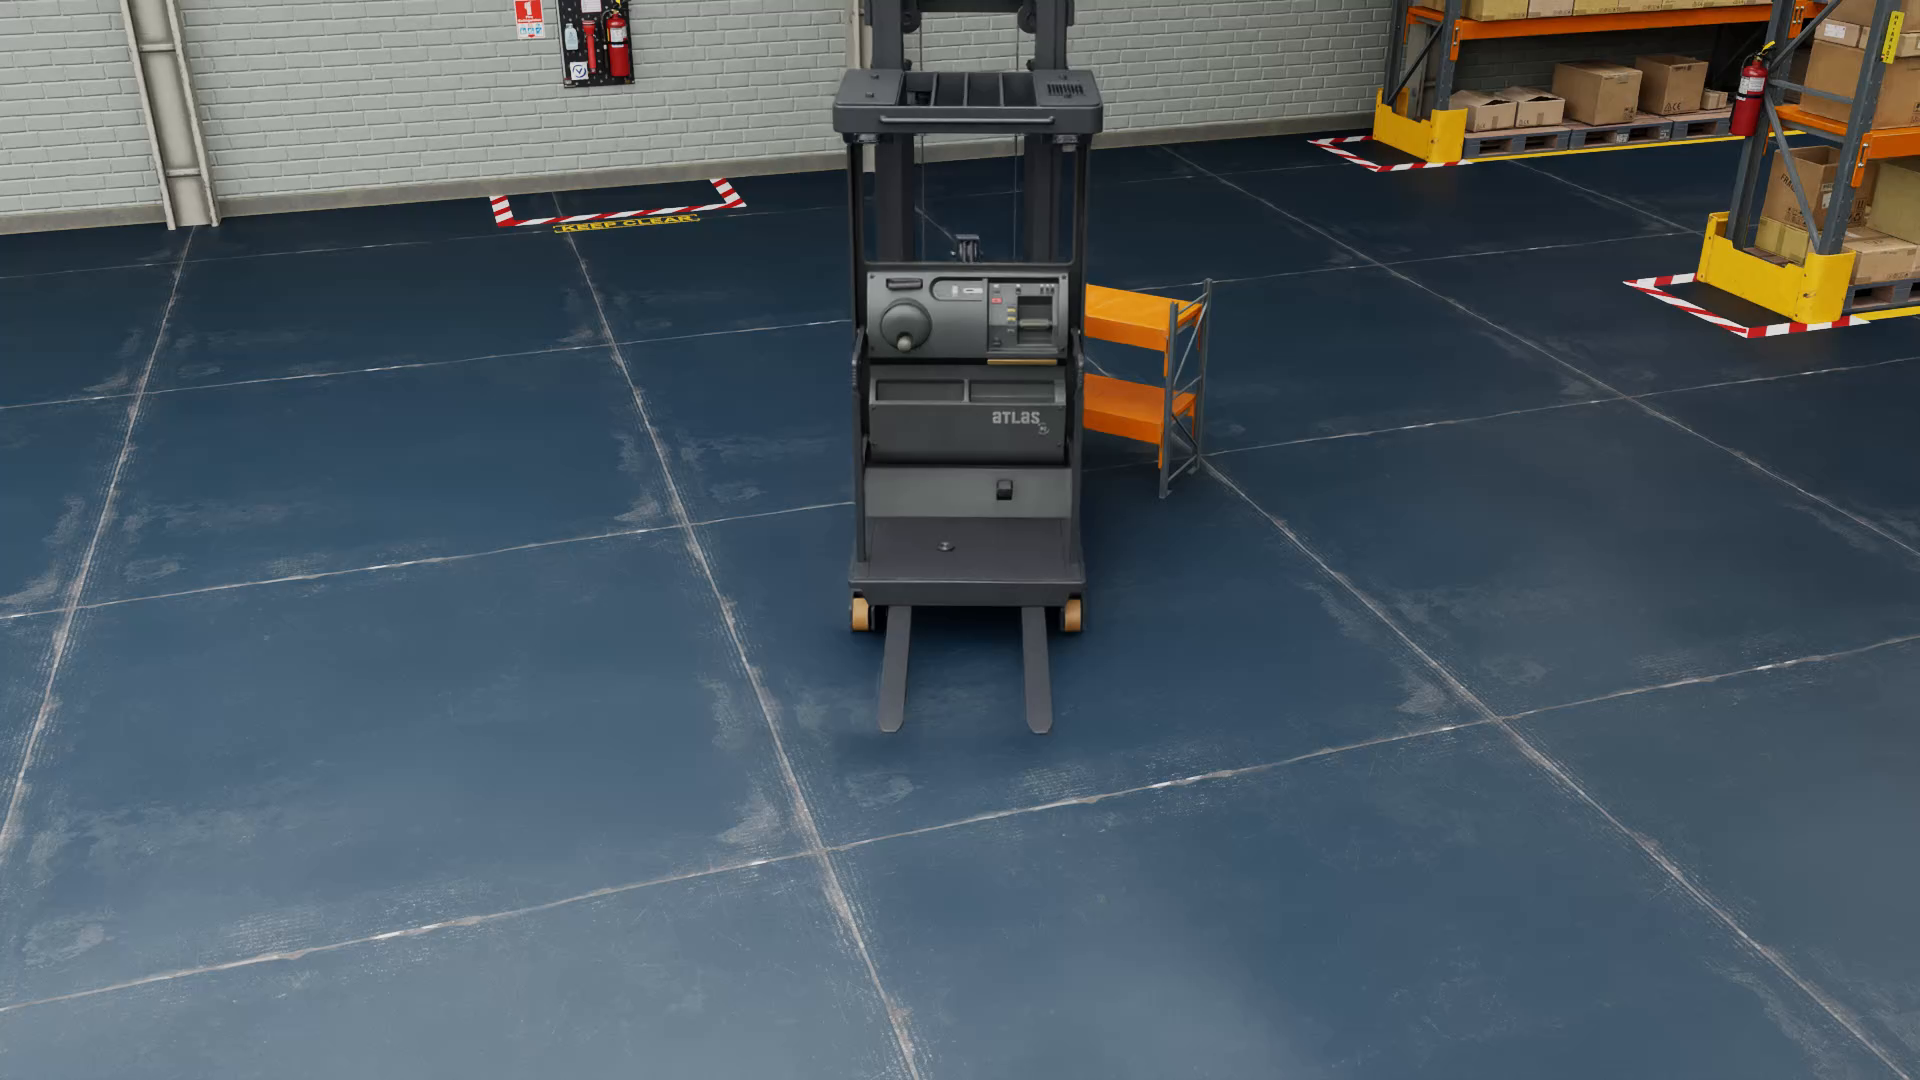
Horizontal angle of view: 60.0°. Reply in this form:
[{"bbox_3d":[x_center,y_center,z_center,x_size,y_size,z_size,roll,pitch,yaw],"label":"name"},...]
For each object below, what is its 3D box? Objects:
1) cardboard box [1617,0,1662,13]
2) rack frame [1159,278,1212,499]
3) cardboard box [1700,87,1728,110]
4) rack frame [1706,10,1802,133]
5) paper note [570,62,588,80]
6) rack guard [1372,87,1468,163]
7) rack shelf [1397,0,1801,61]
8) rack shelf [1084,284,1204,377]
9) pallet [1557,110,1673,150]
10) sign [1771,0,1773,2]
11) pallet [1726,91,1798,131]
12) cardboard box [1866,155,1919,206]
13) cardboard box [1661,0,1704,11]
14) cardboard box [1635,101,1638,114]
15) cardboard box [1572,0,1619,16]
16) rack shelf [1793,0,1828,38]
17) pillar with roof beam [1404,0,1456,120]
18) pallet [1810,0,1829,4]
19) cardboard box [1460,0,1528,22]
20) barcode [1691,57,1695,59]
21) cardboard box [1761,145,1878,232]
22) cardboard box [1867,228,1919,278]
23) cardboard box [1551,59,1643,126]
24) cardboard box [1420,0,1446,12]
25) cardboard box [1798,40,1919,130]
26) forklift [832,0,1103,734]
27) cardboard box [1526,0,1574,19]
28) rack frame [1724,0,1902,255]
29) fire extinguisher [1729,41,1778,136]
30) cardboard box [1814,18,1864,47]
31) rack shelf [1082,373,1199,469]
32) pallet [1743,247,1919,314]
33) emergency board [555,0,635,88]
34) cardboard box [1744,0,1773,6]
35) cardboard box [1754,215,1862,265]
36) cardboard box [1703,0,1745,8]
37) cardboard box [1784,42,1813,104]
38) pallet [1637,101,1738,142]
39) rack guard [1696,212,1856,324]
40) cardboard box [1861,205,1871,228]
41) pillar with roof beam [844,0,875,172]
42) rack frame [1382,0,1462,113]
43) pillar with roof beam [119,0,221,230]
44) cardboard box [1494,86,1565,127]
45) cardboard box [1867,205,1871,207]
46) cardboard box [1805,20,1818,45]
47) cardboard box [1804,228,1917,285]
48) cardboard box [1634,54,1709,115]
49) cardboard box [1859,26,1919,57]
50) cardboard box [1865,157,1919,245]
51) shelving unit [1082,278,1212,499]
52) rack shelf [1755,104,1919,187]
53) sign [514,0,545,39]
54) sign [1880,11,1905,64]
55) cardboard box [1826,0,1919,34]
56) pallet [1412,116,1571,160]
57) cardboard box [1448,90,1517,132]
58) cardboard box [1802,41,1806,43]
[{"bbox_3d":[6.500,-5.329,16.257,0.500,0.250,0.500,-8,28,-16],"label":"cardboard box"},{"bbox_3d":[1.242,-0.830,9.157,0.032,1.125,0.500,15,30,27],"label":"rack frame"},{"bbox_3d":[7.784,-4.633,17.400,0.250,0.166,0.380,-12,29,-23],"label":"cardboard box"},{"bbox_3d":[8.284,-5.791,17.042,0.127,3.000,1.000,-8,28,-16],"label":"rack frame"},{"bbox_3d":[-3.378,-4.162,14.752,0.142,0.148,0.016,-8,28,-16],"label":"paper note"},{"bbox_3d":[4.553,-4.131,16.509,0.348,0.500,1.175,-8,28,-16],"label":"rack guard"},{"bbox_3d":[6.382,-5.194,16.647,4.000,0.370,1.077,-8,28,-16],"label":"rack shelf"},{"bbox_3d":[0.803,-1.206,9.257,1.000,0.278,0.538,15,30,27],"label":"rack shelf"},{"bbox_3d":[6.494,-4.265,17.104,1.213,0.211,1.003,-8,28,-16],"label":"pallet"},{"bbox_3d":[5.863,-4.002,11.870,0.005,0.325,0.100,-8,28,-16],"label":"sign"},{"bbox_3d":[9.024,-4.650,17.879,1.213,0.211,1.003,-8,28,-16],"label":"pallet"},{"bbox_3d":[7.382,-2.782,12.758,0.500,0.500,0.500,-8,28,-16],"label":"cardboard box"},{"bbox_3d":[6.978,-5.399,16.397,0.500,0.250,0.500,-8,28,-16],"label":"cardboard box"},{"bbox_3d":[6.757,-4.500,17.151,0.250,0.149,0.380,-11,28,-20],"label":"cardboard box"},{"bbox_3d":[6.018,-5.260,16.119,0.500,0.250,0.500,-9,28,-17],"label":"cardboard box"},{"bbox_3d":[10.186,-5.744,17.757,4.000,0.370,1.077,-8,28,-16],"label":"rack shelf"},{"bbox_3d":[6.211,-6.569,11.863,0.400,9.000,9.100,-8,28,-16],"label":"pillar with roof beam"},{"bbox_3d":[9.056,-5.749,17.173,1.213,0.211,1.003,-8,28,-16],"label":"pallet"},{"bbox_3d":[5.043,-5.115,15.826,0.500,0.250,0.500,-9,28,-18],"label":"cardboard box"},{"bbox_3d":[7.696,-5.039,17.483,0.075,0.075,0.001,-8,28,-16],"label":"barcode"},{"bbox_3d":[6.436,-2.639,12.468,0.500,0.500,0.500,-8,28,-16],"label":"cardboard box"},{"bbox_3d":[7.071,-2.153,12.334,0.500,0.250,0.500,-8,28,-16],"label":"cardboard box"},{"bbox_3d":[6.421,-4.533,16.825,0.500,0.500,0.700,-10,28,-19],"label":"cardboard box"},{"bbox_3d":[4.865,-5.329,16.256,0.500,0.250,0.500,-8,27,-15],"label":"cardboard box"},{"bbox_3d":[6.466,-3.250,11.811,0.500,0.500,0.700,-8,28,-16],"label":"cardboard box"},{"bbox_3d":[0.036,-1.013,7.494,1.130,2.935,3.031,0,26,1],"label":"forklift"},{"bbox_3d":[5.532,-5.193,15.982,0.500,0.250,0.500,-9,28,-18],"label":"cardboard box"},{"bbox_3d":[6.018,-3.146,11.715,0.127,3.000,1.000,-8,28,-16],"label":"rack frame"},{"bbox_3d":[5.762,-3.292,12.095,0.183,0.674,0.296,-8,28,-16],"label":"fire extinguisher"},{"bbox_3d":[6.322,-3.615,11.816,0.250,0.149,0.380,-9,28,-17],"label":"cardboard box"},{"bbox_3d":[0.803,-0.725,9.496,1.000,0.278,0.538,15,30,27],"label":"rack shelf"},{"bbox_3d":[6.732,-2.021,12.582,1.213,0.211,1.003,-8,28,-16],"label":"pallet"},{"bbox_3d":[-3.188,-4.552,14.546,0.643,1.169,0.194,-8,28,-16],"label":"emergency board"},{"bbox_3d":[7.927,-5.540,16.681,0.500,0.250,0.500,-8,28,-16],"label":"cardboard box"},{"bbox_3d":[6.437,-2.302,12.633,0.500,0.250,0.500,-8,28,-16],"label":"cardboard box"},{"bbox_3d":[7.451,-5.474,16.550,0.500,0.250,0.500,-8,28,-16],"label":"cardboard box"},{"bbox_3d":[8.979,-4.977,17.718,0.500,0.500,0.700,-7,27,-14],"label":"cardboard box"},{"bbox_3d":[7.656,-4.435,17.446,1.213,0.211,1.003,-8,28,-16],"label":"pallet"},{"bbox_3d":[5.995,-2.024,12.264,0.348,0.500,1.175,-8,28,-16],"label":"rack guard"},{"bbox_3d":[6.908,-2.376,12.782,0.500,0.250,0.500,-8,28,-16],"label":"cardboard box"},{"bbox_3d":[0.506,-5.743,10.199,0.400,9.000,9.100,-8,28,-16],"label":"pillar with roof beam"},{"bbox_3d":[4.481,-5.240,15.932,0.127,3.000,1.000,-8,28,-16],"label":"rack frame"},{"bbox_3d":[-5.199,-4.917,8.534,0.400,9.000,9.100,-8,28,-16],"label":"pillar with roof beam"},{"bbox_3d":[5.708,-4.369,16.706,0.500,0.311,0.500,-6,27,-12],"label":"cardboard box"},{"bbox_3d":[7.383,-2.445,12.922,0.500,0.250,0.500,-8,28,-16],"label":"cardboard box"},{"bbox_3d":[9.396,-5.375,17.677,0.500,0.250,0.500,-9,28,-17],"label":"cardboard box"},{"bbox_3d":[6.597,-2.083,12.192,0.500,0.250,0.500,-8,28,-16],"label":"cardboard box"},{"bbox_3d":[7.309,-4.709,17.178,0.500,0.500,0.500,-10,28,-20],"label":"cardboard box"},{"bbox_3d":[6.458,-3.445,11.474,0.250,0.149,0.380,-8,28,-16],"label":"cardboard box"},{"bbox_3d":[7.072,-2.488,12.165,0.500,0.500,0.500,-8,28,-16],"label":"cardboard box"},{"bbox_3d":[0.803,-0.944,9.387,1.048,1.125,0.538,15,30,27],"label":"shelving unit"},{"bbox_3d":[7.920,-3.100,12.429,4.000,0.370,1.077,-8,28,-16],"label":"rack shelf"},{"bbox_3d":[-3.746,-4.536,14.473,0.234,0.329,0.001,-8,28,-16],"label":"sign"},{"bbox_3d":[6.184,-3.334,11.030,0.005,0.325,0.100,-8,28,-16],"label":"sign"},{"bbox_3d":[6.516,-3.838,11.537,0.500,0.500,0.700,-8,28,-16],"label":"cardboard box"},{"bbox_3d":[5.336,-4.099,16.769,1.213,0.211,1.003,-8,28,-16],"label":"pallet"},{"bbox_3d":[5.166,-4.290,16.548,0.500,0.311,0.500,-12,29,-22],"label":"cardboard box"},{"bbox_3d":[9.454,-5.069,17.904,0.500,0.500,0.700,-9,28,-17],"label":"cardboard box"}]
